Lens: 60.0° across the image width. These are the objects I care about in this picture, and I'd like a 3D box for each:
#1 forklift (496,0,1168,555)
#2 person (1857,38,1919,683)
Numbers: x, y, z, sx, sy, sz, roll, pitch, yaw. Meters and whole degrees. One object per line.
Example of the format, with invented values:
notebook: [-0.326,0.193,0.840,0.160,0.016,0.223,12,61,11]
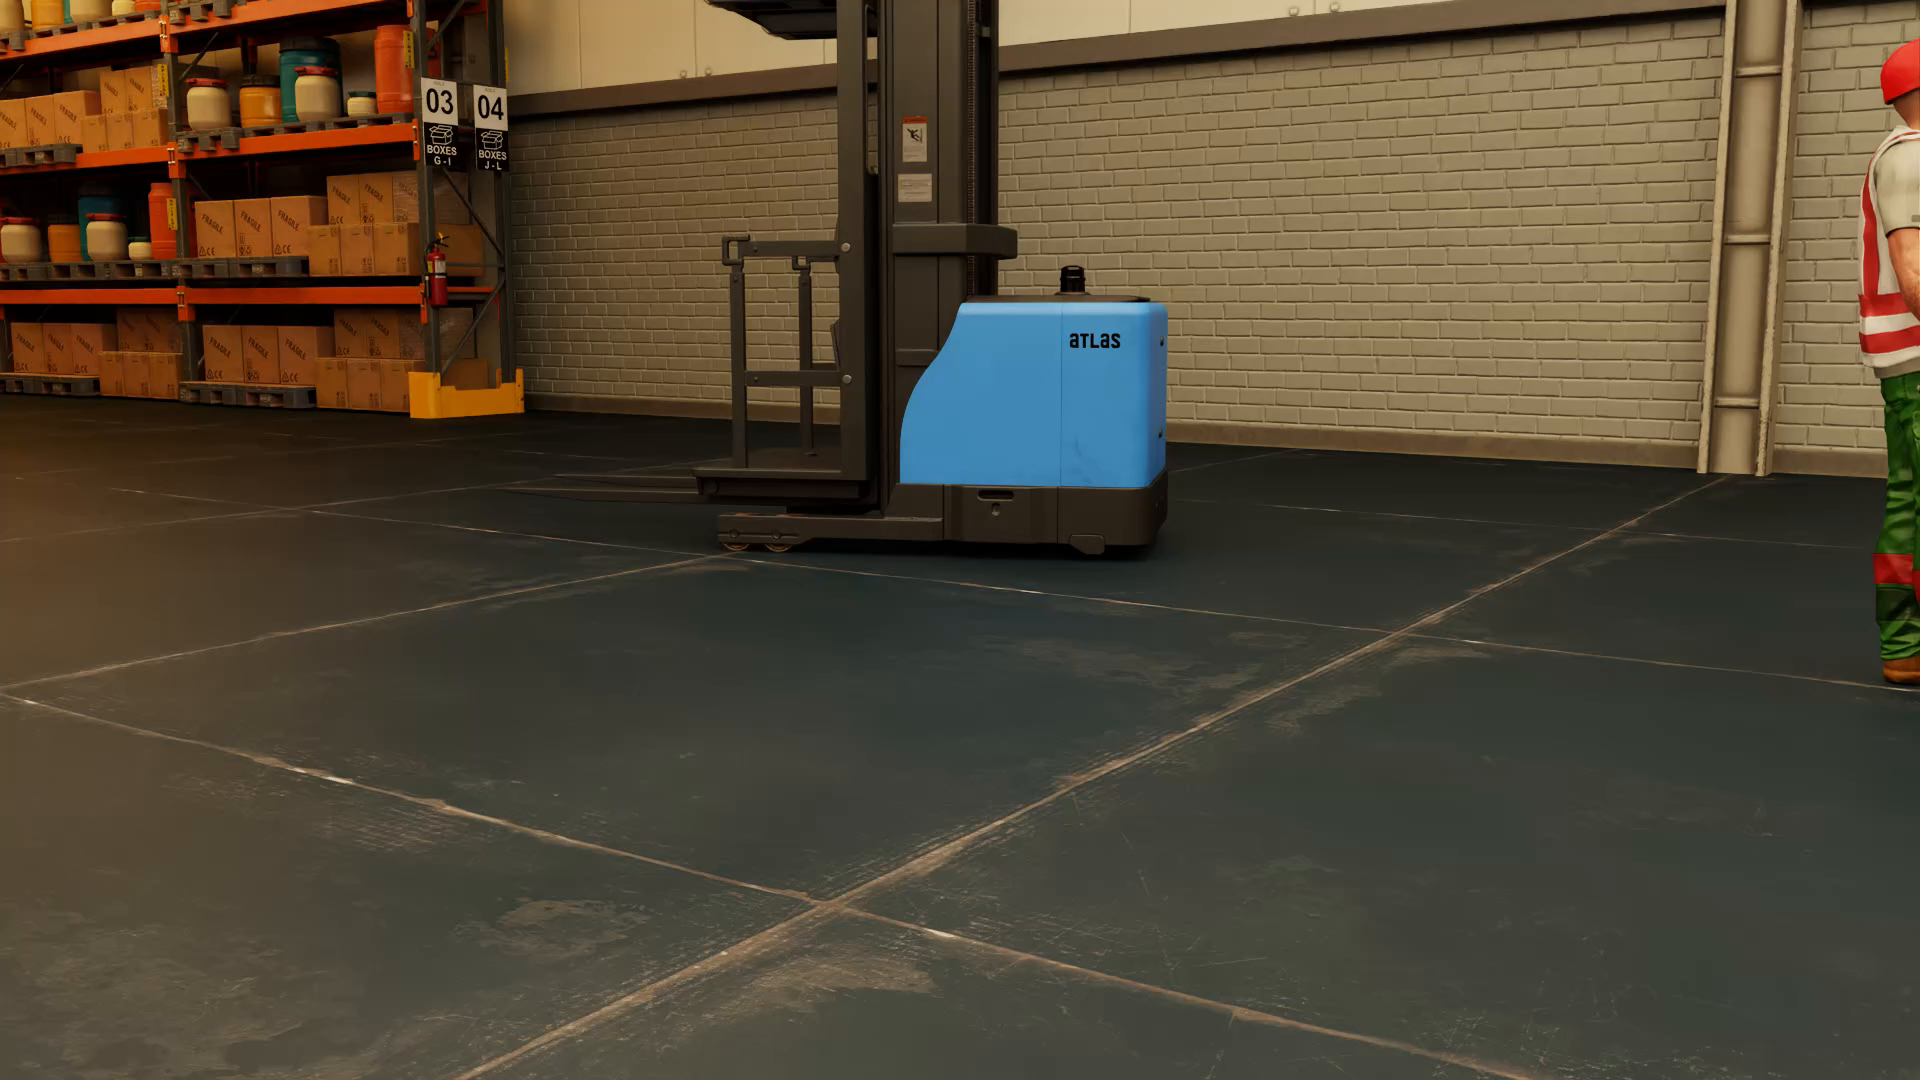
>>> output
forklift: [-0.596,-1.469,7.520,3.031,2.935,1.130,2,8,12]
person: [2.758,-0.480,4.575,0.562,1.790,0.637,4,9,25]
